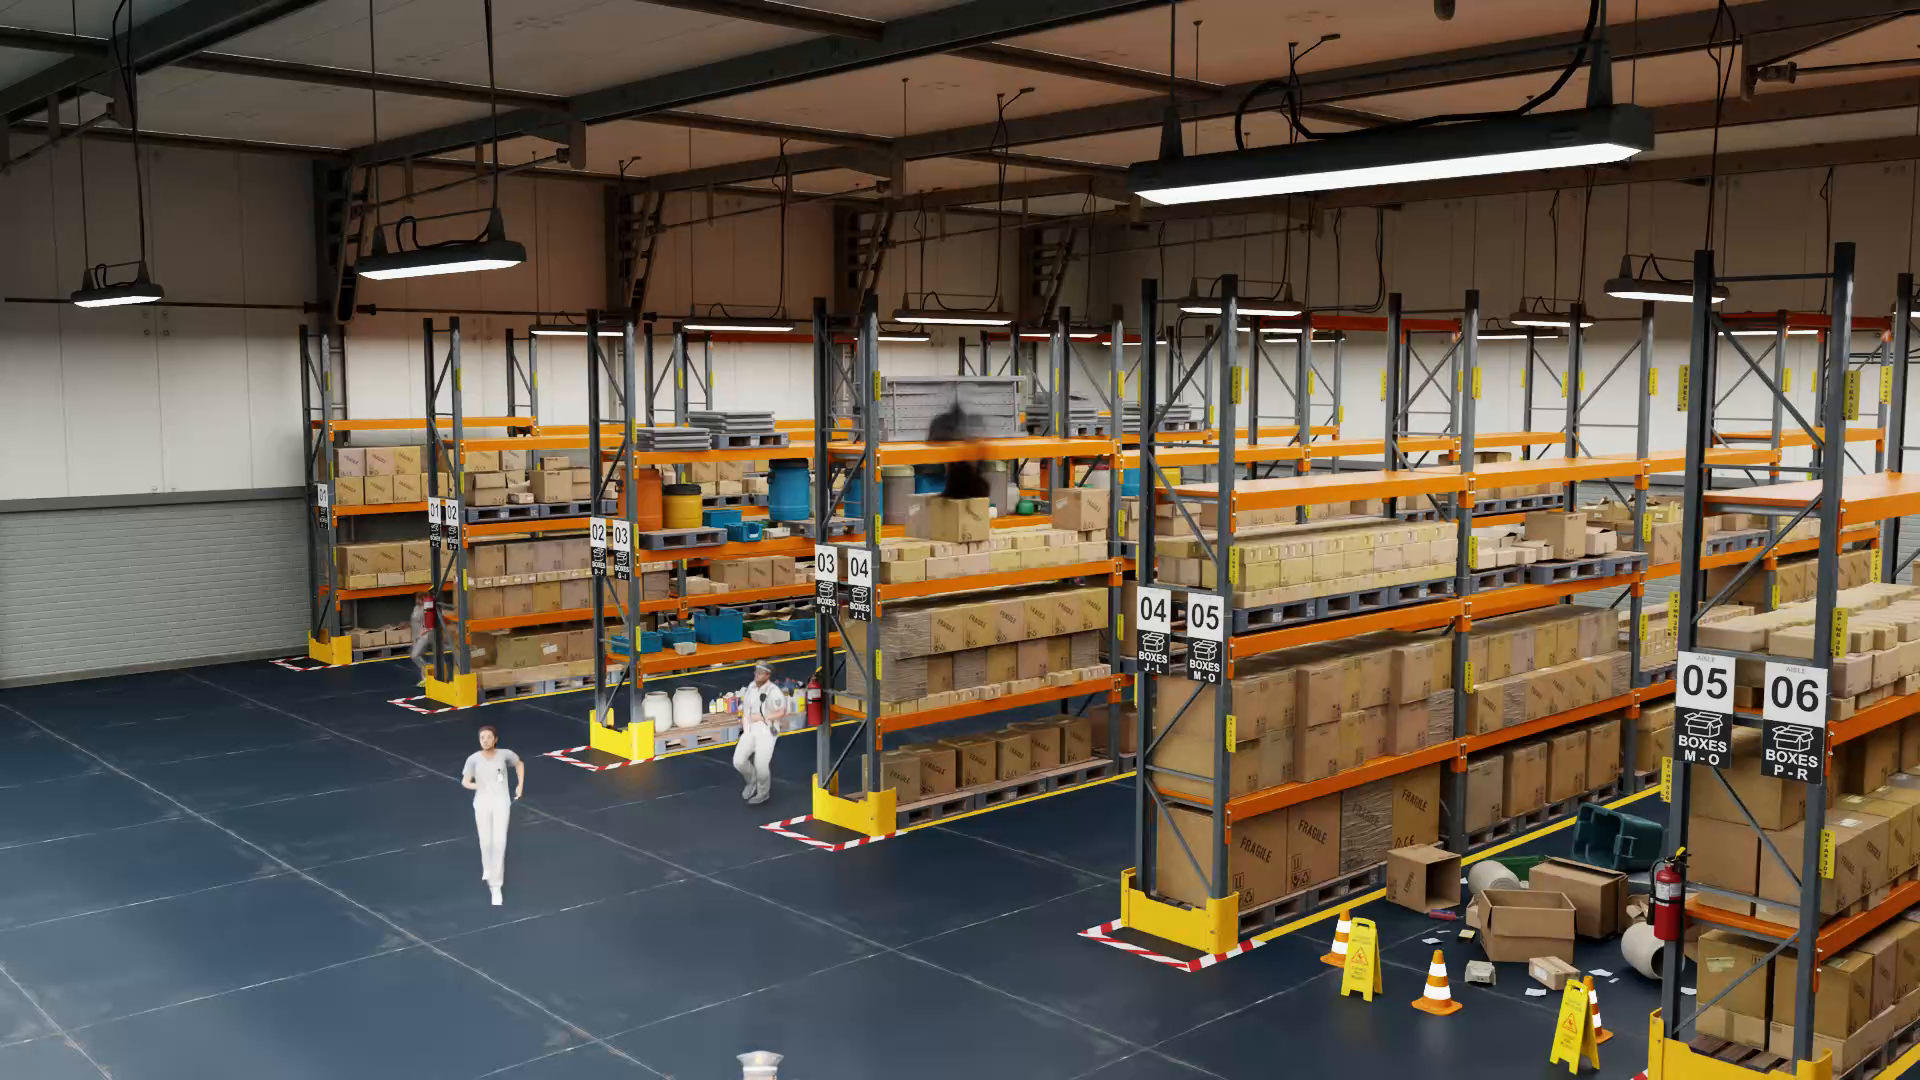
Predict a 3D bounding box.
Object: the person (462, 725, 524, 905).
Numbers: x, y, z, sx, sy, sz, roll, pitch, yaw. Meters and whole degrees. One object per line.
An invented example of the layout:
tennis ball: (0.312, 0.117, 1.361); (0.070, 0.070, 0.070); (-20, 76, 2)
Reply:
person: (-4.642, 2.678, 16.516); (0.571, 1.686, 0.910); (-1, 6, -9)

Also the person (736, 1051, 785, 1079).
person: (-1.038, 3.449, 8.648); (0.622, 1.670, 0.877); (0, 6, -3)

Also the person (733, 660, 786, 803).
person: (-2.385, 2.300, 19.899); (0.672, 1.764, 0.567); (4, 7, 31)

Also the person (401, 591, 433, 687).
person: (-8.861, 1.628, 27.219); (0.556, 1.579, 0.500); (5, 8, 43)
